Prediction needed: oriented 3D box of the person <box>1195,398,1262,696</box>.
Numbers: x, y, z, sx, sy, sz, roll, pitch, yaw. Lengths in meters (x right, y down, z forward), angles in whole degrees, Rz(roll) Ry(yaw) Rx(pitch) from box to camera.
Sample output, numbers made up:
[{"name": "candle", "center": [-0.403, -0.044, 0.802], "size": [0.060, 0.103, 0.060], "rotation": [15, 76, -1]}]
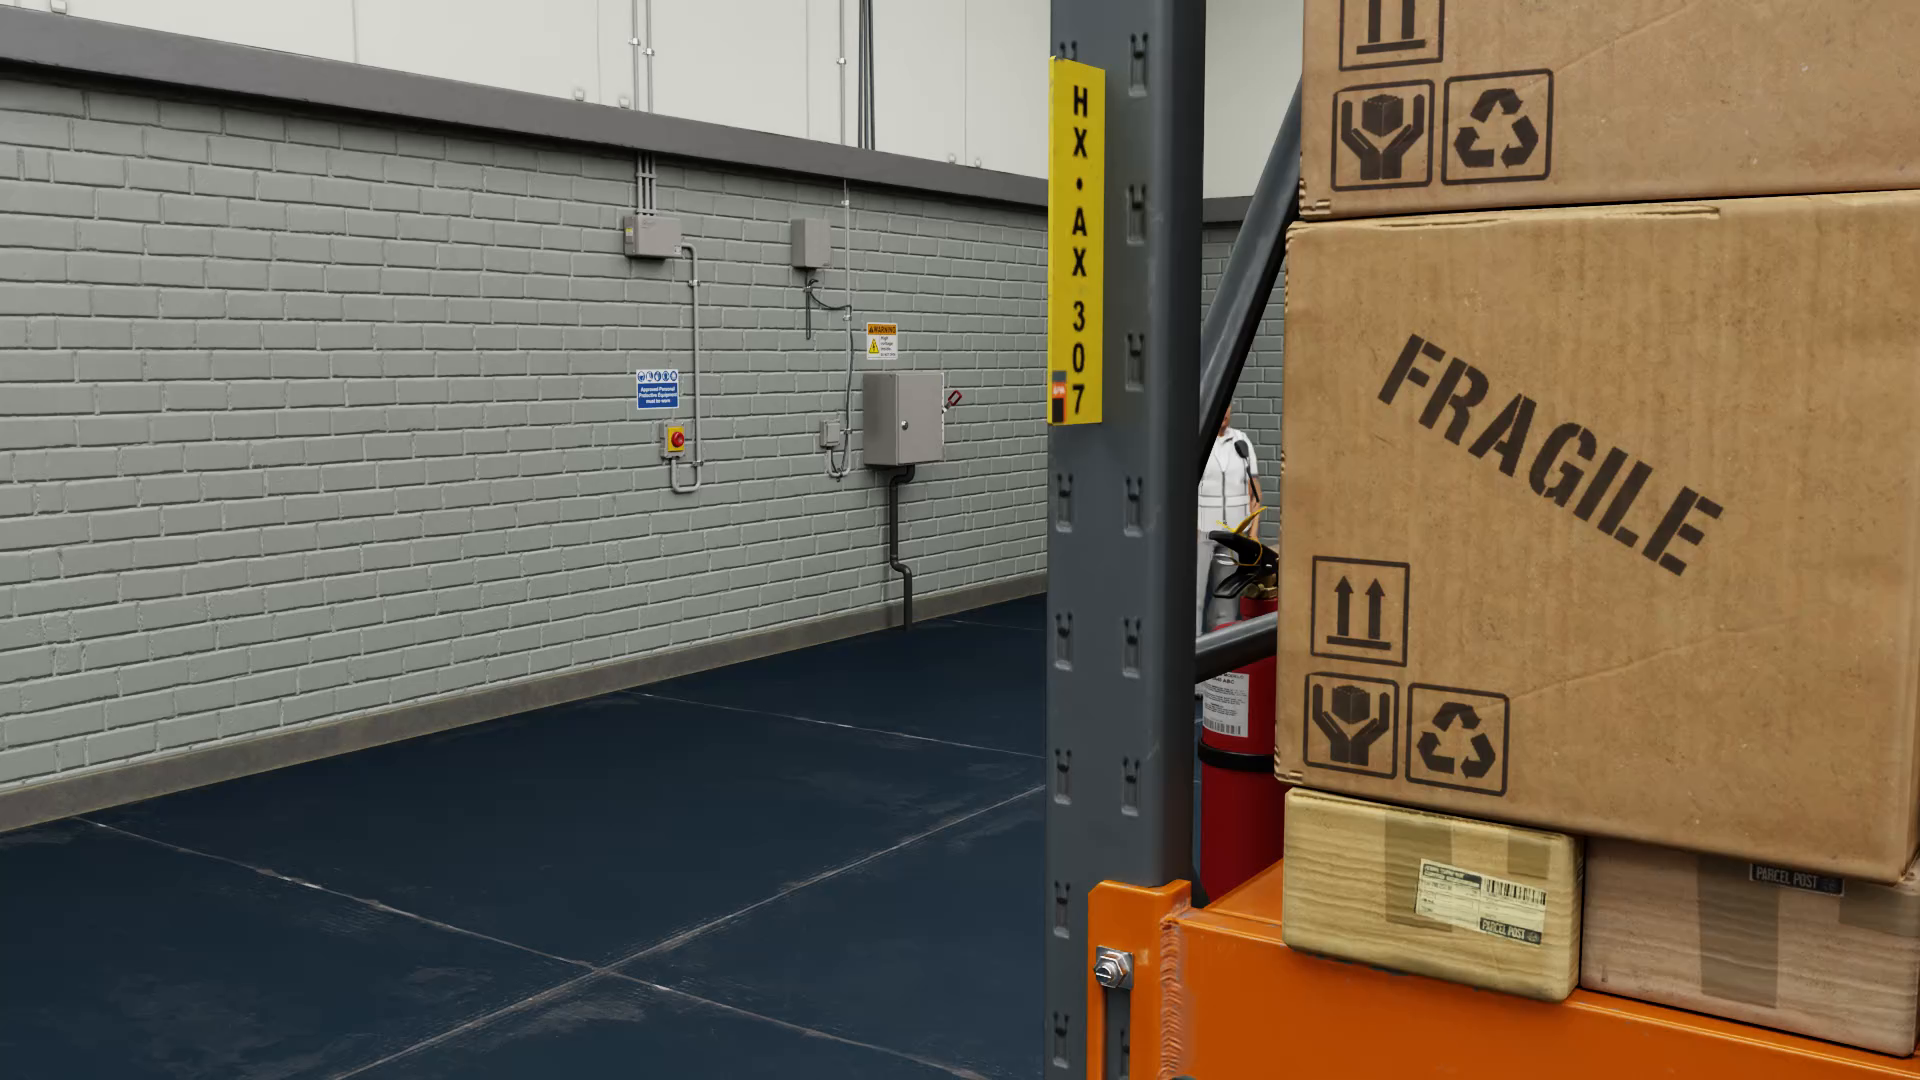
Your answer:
[{"name": "person", "center": [1.395, -0.015, 9.017], "size": [0.559, 1.664, 0.540], "rotation": [-2, 7, -14]}]
